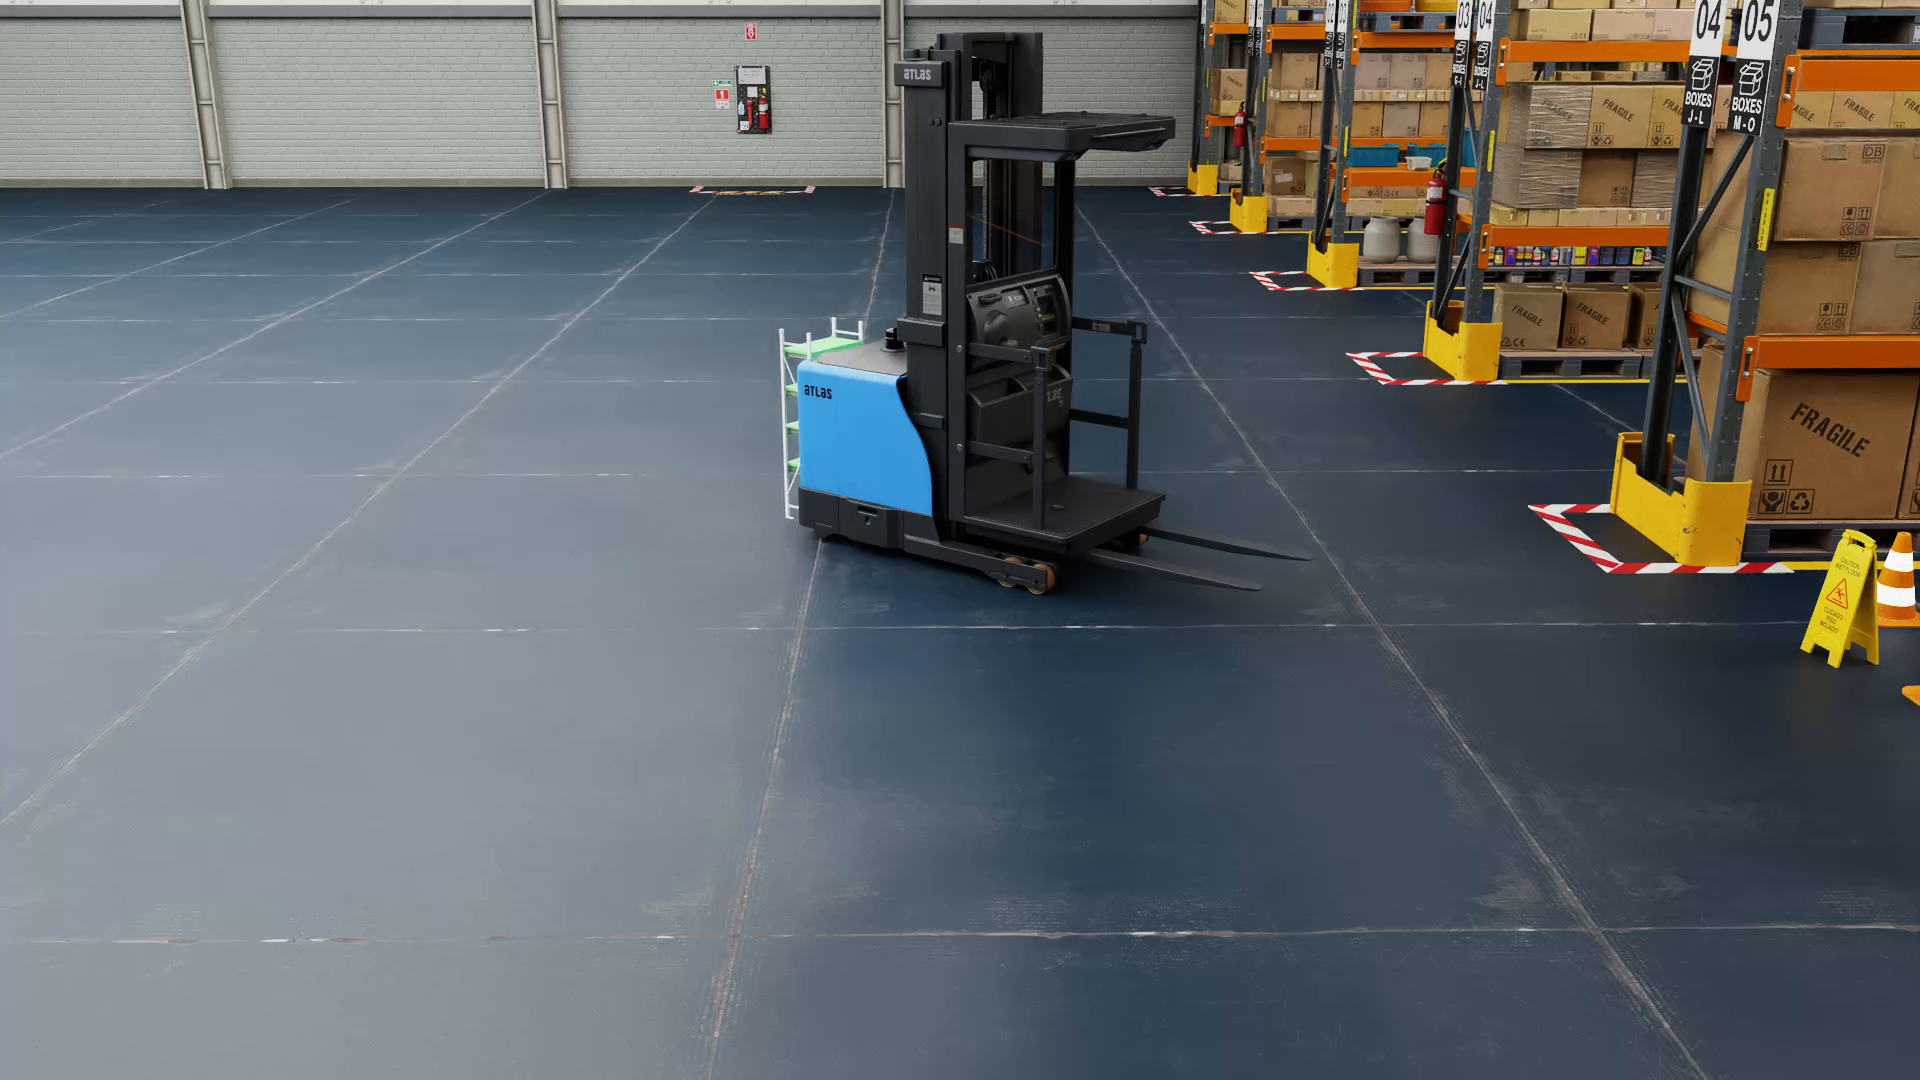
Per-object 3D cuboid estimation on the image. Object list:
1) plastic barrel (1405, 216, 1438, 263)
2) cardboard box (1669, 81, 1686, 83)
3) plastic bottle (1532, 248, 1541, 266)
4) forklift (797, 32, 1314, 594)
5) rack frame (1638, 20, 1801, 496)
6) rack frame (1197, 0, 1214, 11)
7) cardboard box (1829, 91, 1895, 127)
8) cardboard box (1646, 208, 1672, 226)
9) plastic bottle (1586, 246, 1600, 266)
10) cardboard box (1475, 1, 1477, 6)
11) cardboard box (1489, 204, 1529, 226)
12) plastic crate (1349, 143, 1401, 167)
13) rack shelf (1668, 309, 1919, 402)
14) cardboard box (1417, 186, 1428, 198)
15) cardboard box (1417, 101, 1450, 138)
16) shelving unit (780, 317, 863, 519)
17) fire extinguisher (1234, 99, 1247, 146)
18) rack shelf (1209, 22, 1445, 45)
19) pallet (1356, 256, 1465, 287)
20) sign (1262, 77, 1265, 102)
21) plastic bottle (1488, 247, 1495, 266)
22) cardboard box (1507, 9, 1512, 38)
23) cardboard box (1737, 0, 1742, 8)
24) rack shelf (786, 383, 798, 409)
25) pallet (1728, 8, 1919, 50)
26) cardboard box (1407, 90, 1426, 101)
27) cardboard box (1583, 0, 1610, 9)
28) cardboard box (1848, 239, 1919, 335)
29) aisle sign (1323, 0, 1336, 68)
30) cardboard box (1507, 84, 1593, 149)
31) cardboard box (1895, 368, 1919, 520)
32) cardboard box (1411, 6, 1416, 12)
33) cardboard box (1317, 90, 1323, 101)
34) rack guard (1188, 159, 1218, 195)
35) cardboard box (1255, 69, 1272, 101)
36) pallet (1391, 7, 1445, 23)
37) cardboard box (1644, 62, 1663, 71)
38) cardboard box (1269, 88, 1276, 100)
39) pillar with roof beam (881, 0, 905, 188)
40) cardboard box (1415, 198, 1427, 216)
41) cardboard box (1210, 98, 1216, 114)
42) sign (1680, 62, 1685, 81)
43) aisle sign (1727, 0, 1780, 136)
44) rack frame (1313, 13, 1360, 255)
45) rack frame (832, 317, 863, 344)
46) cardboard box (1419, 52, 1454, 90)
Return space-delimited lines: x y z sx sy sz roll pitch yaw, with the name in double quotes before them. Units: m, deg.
"plastic barrel" 5.457 -3.526 19.514 0.421 0.512 0.421 0 18 0
"cardboard box" 6.423 -3.718 14.440 0.500 0.500 0.500 0 18 -1
"plastic bottle" 6.658 -3.275 19.207 0.097 0.201 0.097 0 18 0
"forklift" 0.506 -1.282 9.245 3.031 2.935 1.130 13 22 34
"rack frame" 4.354 -1.454 9.668 0.127 3.000 1.000 0 18 -1
"rack frame" 4.143 -10.364 27.624 0.127 3.000 1.000 0 18 -1
"cardboard box" 7.431 -3.565 13.961 0.500 0.500 0.500 0 18 -1
"cardboard box" 5.916 -2.786 14.233 0.250 0.149 0.380 0 18 -1
"plastic bottle" 7.305 -3.311 19.187 0.133 0.283 0.061 1 18 3
"cardboard box" 7.022 -7.500 23.100 0.250 0.149 0.380 0 18 -1
"cardboard box" 4.666 -2.778 14.208 0.250 0.149 0.380 0 18 -1
"plastic crate" 4.795 -4.505 19.423 0.616 0.251 0.499 0 18 -1
"rack shelf" 6.354 -1.121 9.808 4.000 0.370 1.077 0 18 -1
"cardboard box" 6.764 -5.190 23.903 0.500 0.500 0.500 0 18 -1
"cardboard box" 6.751 -6.052 23.838 0.500 0.500 0.700 0 18 0
"shelving unit" -0.852 -0.751 10.424 0.258 1.200 0.503 13 22 34
"fire extinguisher" 4.099 -6.099 24.276 0.183 0.674 0.296 0 18 -1
"rack shelf" 6.142 -8.603 28.222 4.000 0.370 1.077 0 18 -1
"pallet" 5.187 -3.171 19.587 1.213 0.211 1.003 0 18 -1
"sign" 4.227 -6.275 23.151 0.005 0.325 0.100 0 18 -1
"plastic bottle" 6.117 -3.306 19.188 0.097 0.271 0.097 0 18 0
"cardboard box" 4.855 -4.406 14.206 0.500 0.250 0.500 0 18 0
"cardboard box" 6.468 -4.463 13.731 0.250 0.149 0.380 -1 18 -3
"rack shelf" -0.852 -0.918 10.370 0.258 0.148 0.480 13 22 34
"pallet" 5.096 -2.846 9.245 1.213 0.211 1.003 0 18 -1
"cardboard box" 6.420 -6.296 23.537 0.250 0.149 0.380 0 18 1
"cardboard box" 5.167 -4.457 13.713 0.250 0.149 0.380 -1 18 -2
"cardboard box" 5.274 -1.550 9.723 0.550 0.550 0.875 0 18 -1
"aisle sign" 4.222 -5.810 18.992 0.004 0.787 0.394 0 18 -1
"cardboard box" 4.931 -3.554 13.928 0.500 0.500 0.500 0 18 -1
"cardboard box" 5.911 -0.670 10.017 0.875 0.875 0.875 -1 18 -2
"cardboard box" 7.638 -8.934 27.881 0.500 0.500 0.500 0 18 1
"cardboard box" 5.134 -6.290 23.519 0.250 0.149 0.380 0 18 -1
"rack guard" 4.219 -6.318 28.923 0.348 0.500 1.175 0 18 -1
"cardboard box" 5.119 -7.713 28.164 0.500 0.500 0.500 0 18 -1
"pallet" 6.155 -7.383 23.386 1.213 0.211 1.003 0 18 -1
"cardboard box" 11.797 -8.101 28.445 0.250 0.149 0.380 -3 18 -8
"cardboard box" 4.603 -6.411 23.897 0.250 0.149 0.380 -1 18 -2
"pillar with roof beam" -1.103 -9.288 24.269 0.400 9.000 9.100 0 18 -1
"cardboard box" 6.764 -4.829 24.005 0.500 0.250 0.500 0 18 -1
"cardboard box" 4.607 -7.507 28.752 0.500 0.250 0.500 0 18 0
"sign" 12.160 -7.894 27.979 0.005 0.325 0.100 0 18 -1
"aisle sign" 4.288 -2.600 8.985 0.004 0.787 0.394 0 18 -1
"rack frame" 4.299 -4.482 19.108 0.127 3.000 1.000 0 18 -1
"rack frame" -0.707 -0.811 10.611 0.240 1.200 0.015 13 22 34
"cardboard box" 6.774 -6.670 23.642 0.500 0.500 0.700 0 18 -1
